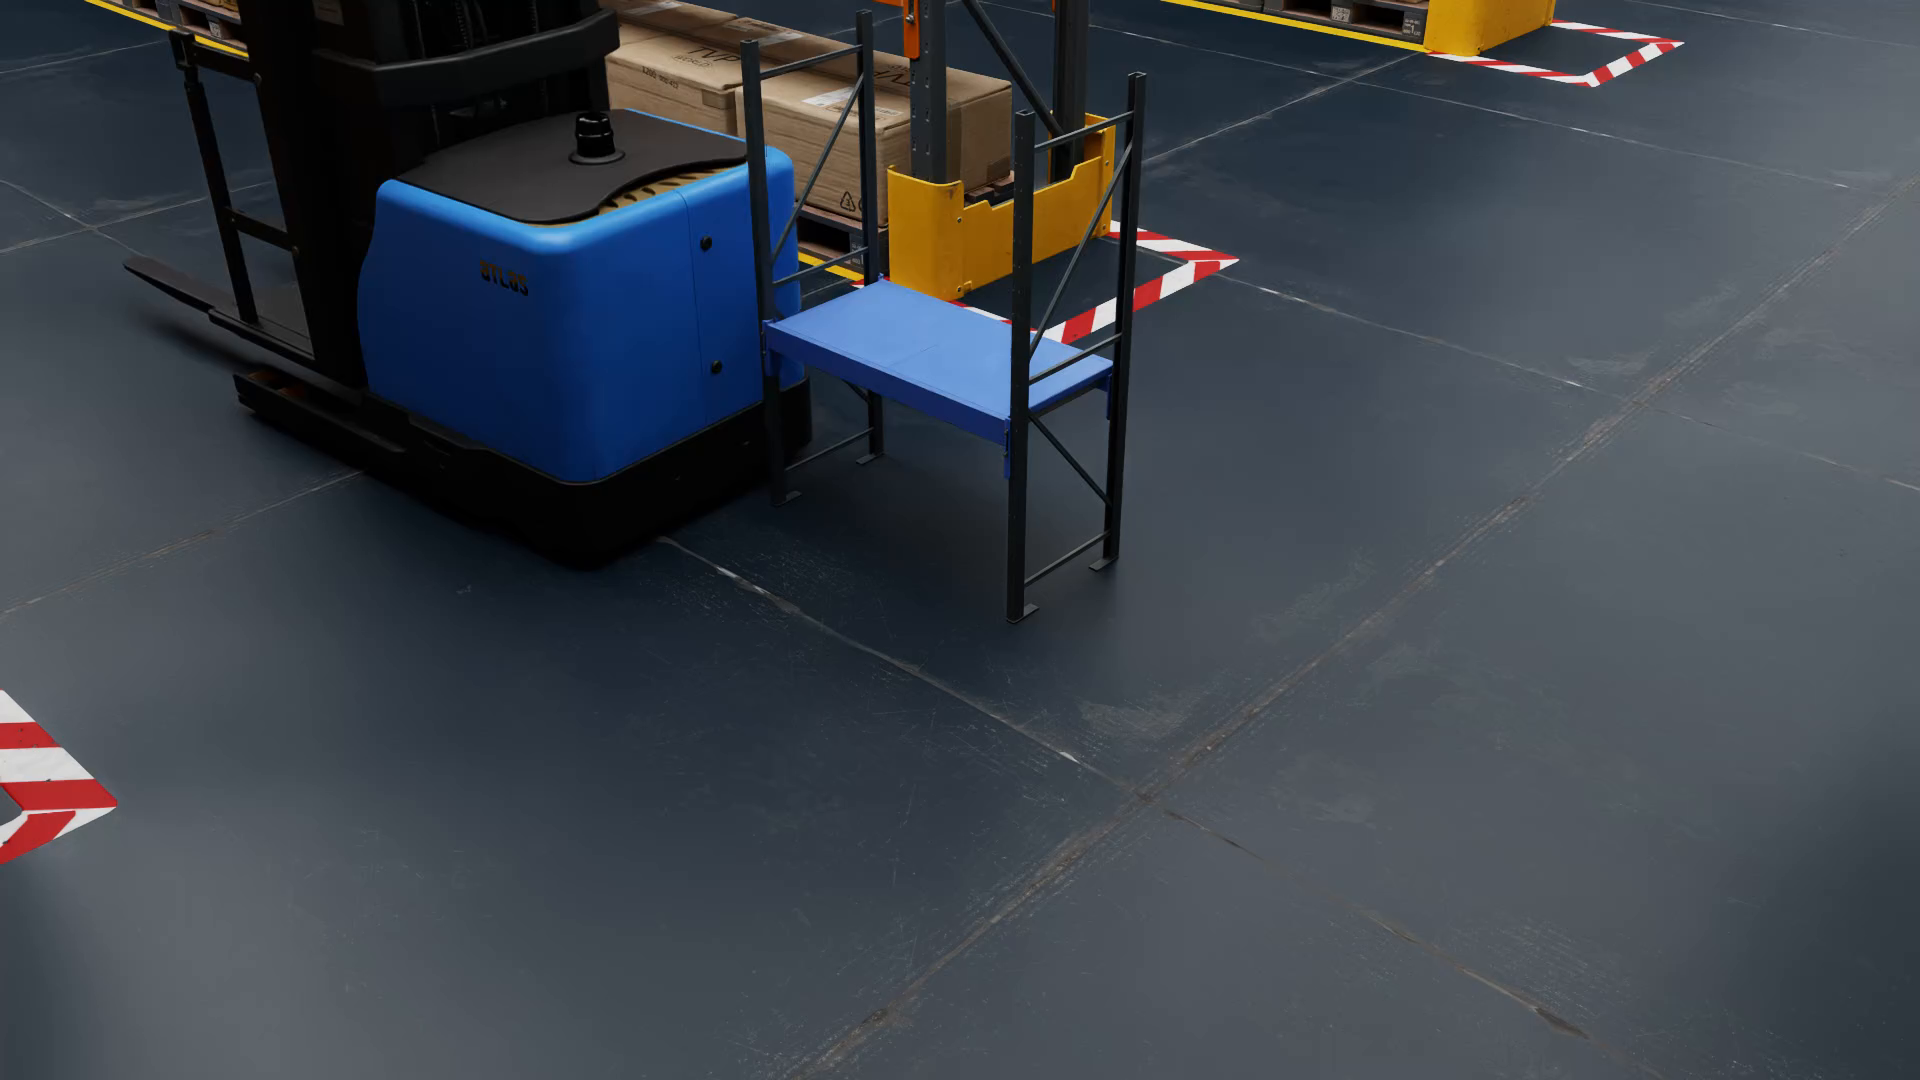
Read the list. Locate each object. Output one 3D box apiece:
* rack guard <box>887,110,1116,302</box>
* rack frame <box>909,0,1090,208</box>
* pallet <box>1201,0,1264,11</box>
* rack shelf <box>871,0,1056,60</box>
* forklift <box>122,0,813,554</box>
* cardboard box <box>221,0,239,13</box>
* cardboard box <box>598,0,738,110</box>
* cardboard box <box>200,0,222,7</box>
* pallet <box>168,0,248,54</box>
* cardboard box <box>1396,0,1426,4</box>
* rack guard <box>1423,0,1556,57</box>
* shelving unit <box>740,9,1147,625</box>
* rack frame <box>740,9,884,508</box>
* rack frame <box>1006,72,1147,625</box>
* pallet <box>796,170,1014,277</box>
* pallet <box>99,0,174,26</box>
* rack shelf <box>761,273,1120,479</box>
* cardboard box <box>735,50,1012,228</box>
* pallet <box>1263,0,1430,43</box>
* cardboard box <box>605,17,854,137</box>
[{"bbox_3d":[0.196,-1.467,7.202,0.348,0.500,1.175,25,39,35],"label":"rack guard"},{"bbox_3d":[0.178,-2.546,6.571,0.127,3.000,1.000,25,39,35],"label":"rack frame"},{"bbox_3d":[1.889,-4.023,11.727,1.213,0.211,1.003,25,39,35],"label":"pallet"},{"bbox_3d":[-1.305,-2.930,7.906,4.000,0.370,1.077,25,39,35],"label":"rack shelf"},{"bbox_3d":[-1.972,-1.828,5.445,3.031,2.935,1.130,22,38,32],"label":"forklift"},{"bbox_3d":[-3.976,-3.694,10.130,0.875,0.875,0.875,26,40,36],"label":"cardboard box"},{"bbox_3d":[-1.730,-2.445,8.480,0.875,0.438,0.875,24,38,34],"label":"cardboard box"},{"bbox_3d":[-4.639,-4.003,10.645,0.875,0.875,0.875,26,39,36],"label":"cardboard box"},{"bbox_3d":[-4.319,-3.396,10.687,1.213,0.211,1.003,25,39,35],"label":"pallet"},{"bbox_3d":[2.894,-3.535,10.571,0.250,0.149,0.380,26,40,36],"label":"cardboard box"},{"bbox_3d":[3.368,-3.429,10.462,0.348,0.500,1.175,25,39,35],"label":"rack guard"},{"bbox_3d":[-0.063,-0.672,4.912,1.048,1.500,0.538,25,39,35],"label":"shelving unit"},{"bbox_3d":[-0.440,-0.848,5.204,0.032,1.500,0.500,25,39,35],"label":"rack frame"},{"bbox_3d":[0.314,-0.496,4.620,0.032,1.500,0.500,25,39,35],"label":"rack frame"},{"bbox_3d":[-0.468,-1.598,7.700,1.213,0.211,1.003,25,39,35],"label":"pallet"},{"bbox_3d":[-5.220,-3.819,11.388,1.213,0.211,1.003,25,39,35],"label":"pallet"},{"bbox_3d":[-0.063,-0.518,5.005,1.000,0.185,0.538,25,39,35],"label":"rack shelf"},{"bbox_3d":[-0.379,-1.819,7.440,0.875,0.438,0.875,24,38,34],"label":"cardboard box"},{"bbox_3d":[2.789,-3.600,11.026,1.213,0.211,1.003,25,39,35],"label":"pallet"},{"bbox_3d":[-1.063,-2.132,7.960,0.875,0.438,0.875,26,40,36],"label":"cardboard box"}]
